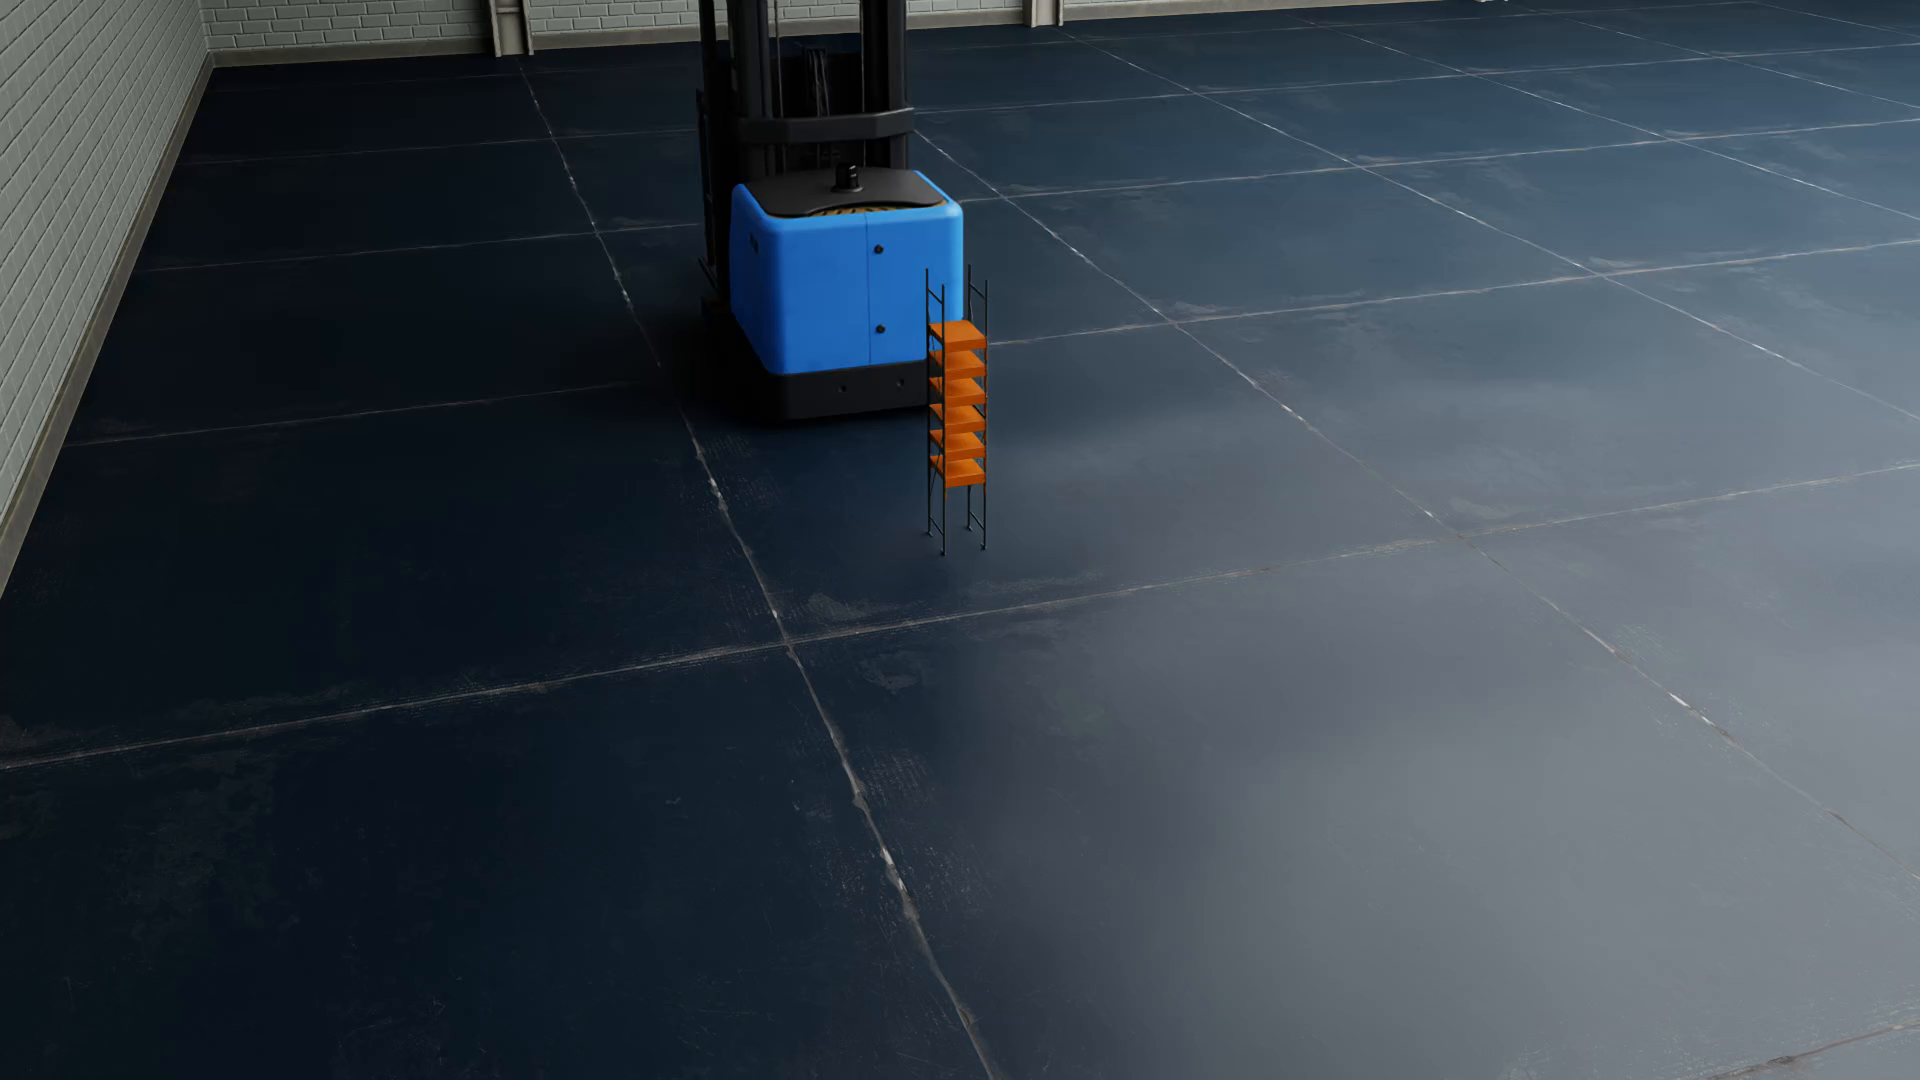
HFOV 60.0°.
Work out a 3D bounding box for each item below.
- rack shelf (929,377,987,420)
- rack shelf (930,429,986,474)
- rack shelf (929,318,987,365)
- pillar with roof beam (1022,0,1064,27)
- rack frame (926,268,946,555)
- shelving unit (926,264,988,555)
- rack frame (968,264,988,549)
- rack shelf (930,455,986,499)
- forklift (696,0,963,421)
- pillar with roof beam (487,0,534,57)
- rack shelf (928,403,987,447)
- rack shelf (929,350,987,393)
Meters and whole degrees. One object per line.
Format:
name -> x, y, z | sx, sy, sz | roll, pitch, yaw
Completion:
rack shelf -> -0.014, -0.603, 6.946 | 0.180, 0.103, 0.258 | -8, 28, -16
rack shelf -> -0.014, -0.388, 7.052 | 0.180, 0.103, 0.258 | -8, 28, -16
rack shelf -> -0.014, -0.818, 6.839 | 0.180, 0.103, 0.258 | -8, 28, -16
pillar with roof beam -> 2.294, -8.210, 13.667 | 0.400, 9.000, 9.100 | -8, 28, -16
rack frame -> -0.101, -0.523, 6.954 | 0.006, 1.200, 0.240 | -8, 28, -16
shelving unit -> -0.014, -0.535, 6.979 | 0.189, 1.200, 0.258 | -8, 28, -16
rack frame -> 0.073, -0.548, 7.005 | 0.006, 1.200, 0.240 | -8, 28, -16
rack shelf -> -0.014, -0.281, 7.106 | 0.180, 0.103, 0.258 | -8, 28, -16
forklift -> -0.891, -2.543, 9.075 | 1.130, 2.935, 3.031 | -8, 27, -15
pillar with roof beam -> -3.411, -7.384, 12.003 | 0.400, 9.000, 9.100 | -8, 28, -16
rack shelf -> -0.014, -0.496, 6.999 | 0.180, 0.103, 0.258 | -8, 28, -16
rack shelf -> -0.014, -0.711, 6.892 | 0.180, 0.103, 0.258 | -8, 28, -16
